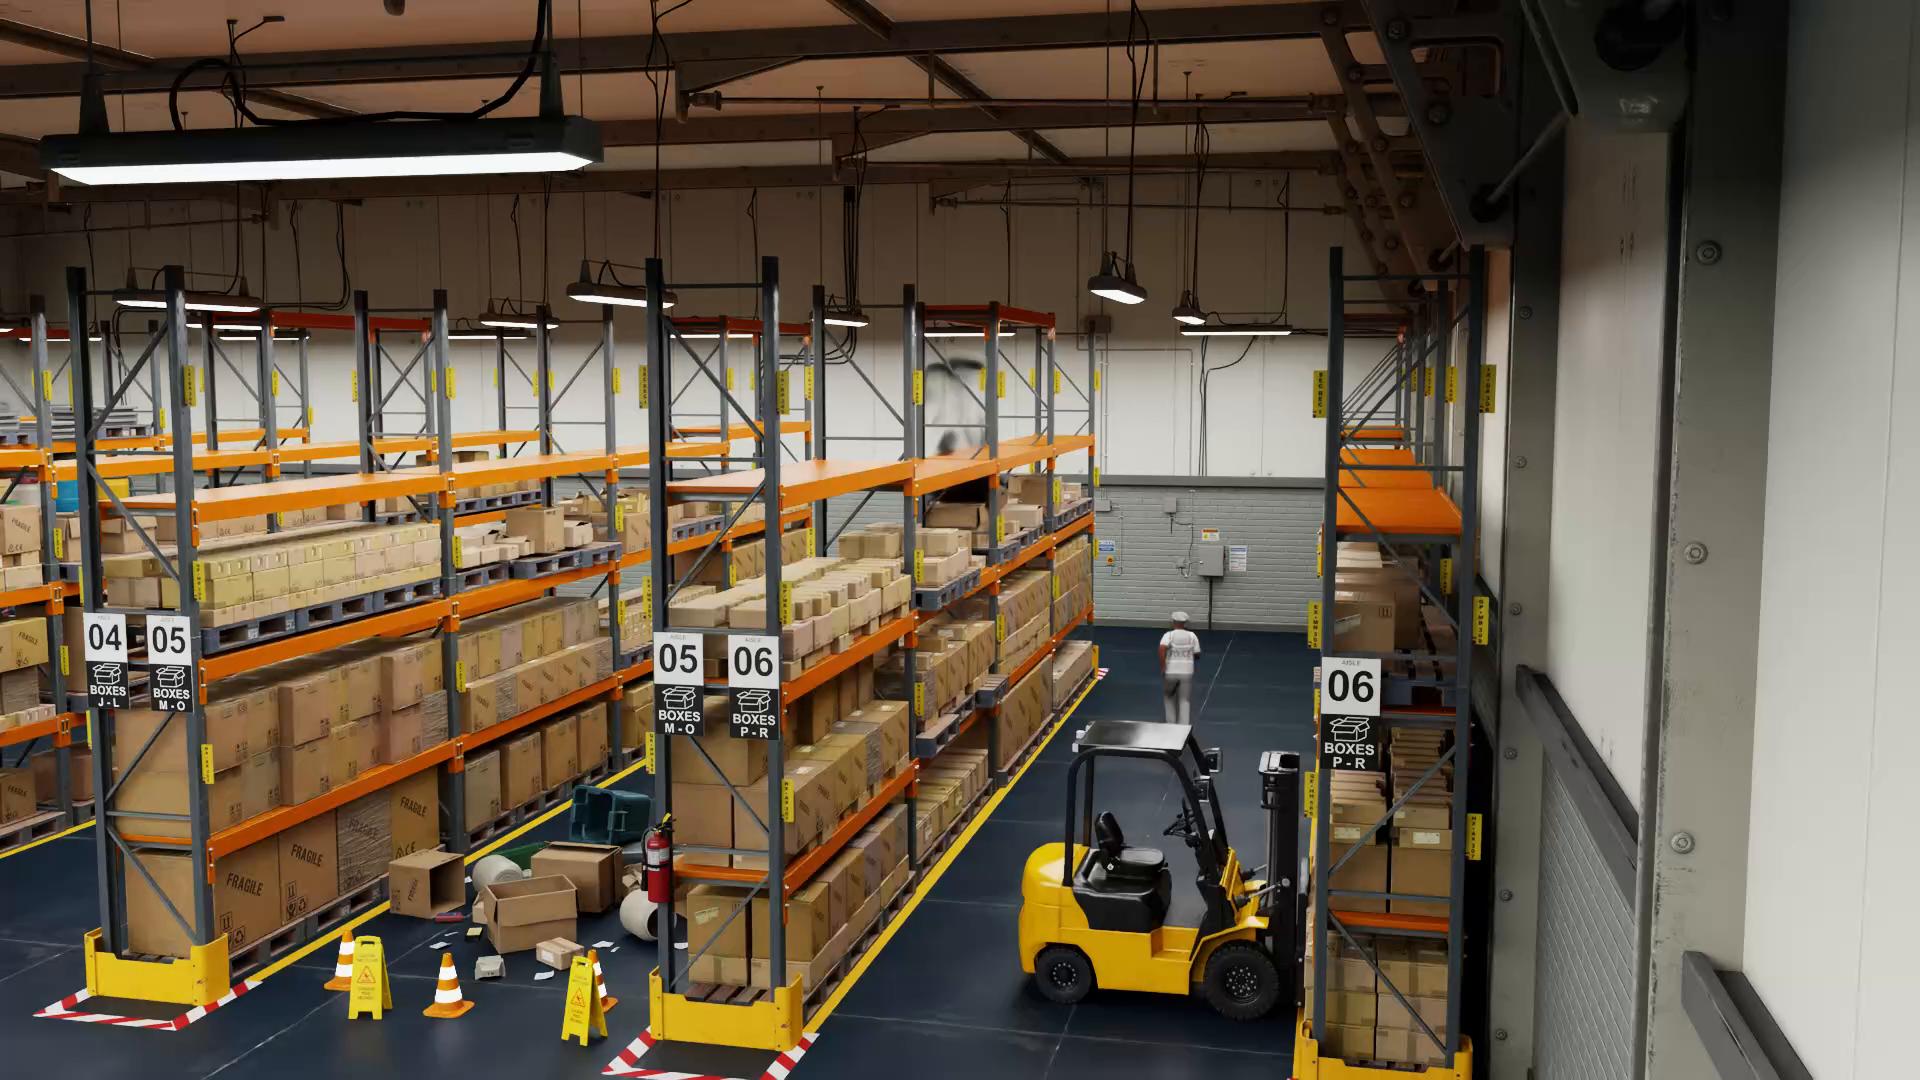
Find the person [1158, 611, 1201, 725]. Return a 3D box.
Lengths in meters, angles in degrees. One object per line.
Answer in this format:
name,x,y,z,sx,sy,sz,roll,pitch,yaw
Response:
person,3.092,1.929,23.429,0.600,1.834,0.853,1,6,7
